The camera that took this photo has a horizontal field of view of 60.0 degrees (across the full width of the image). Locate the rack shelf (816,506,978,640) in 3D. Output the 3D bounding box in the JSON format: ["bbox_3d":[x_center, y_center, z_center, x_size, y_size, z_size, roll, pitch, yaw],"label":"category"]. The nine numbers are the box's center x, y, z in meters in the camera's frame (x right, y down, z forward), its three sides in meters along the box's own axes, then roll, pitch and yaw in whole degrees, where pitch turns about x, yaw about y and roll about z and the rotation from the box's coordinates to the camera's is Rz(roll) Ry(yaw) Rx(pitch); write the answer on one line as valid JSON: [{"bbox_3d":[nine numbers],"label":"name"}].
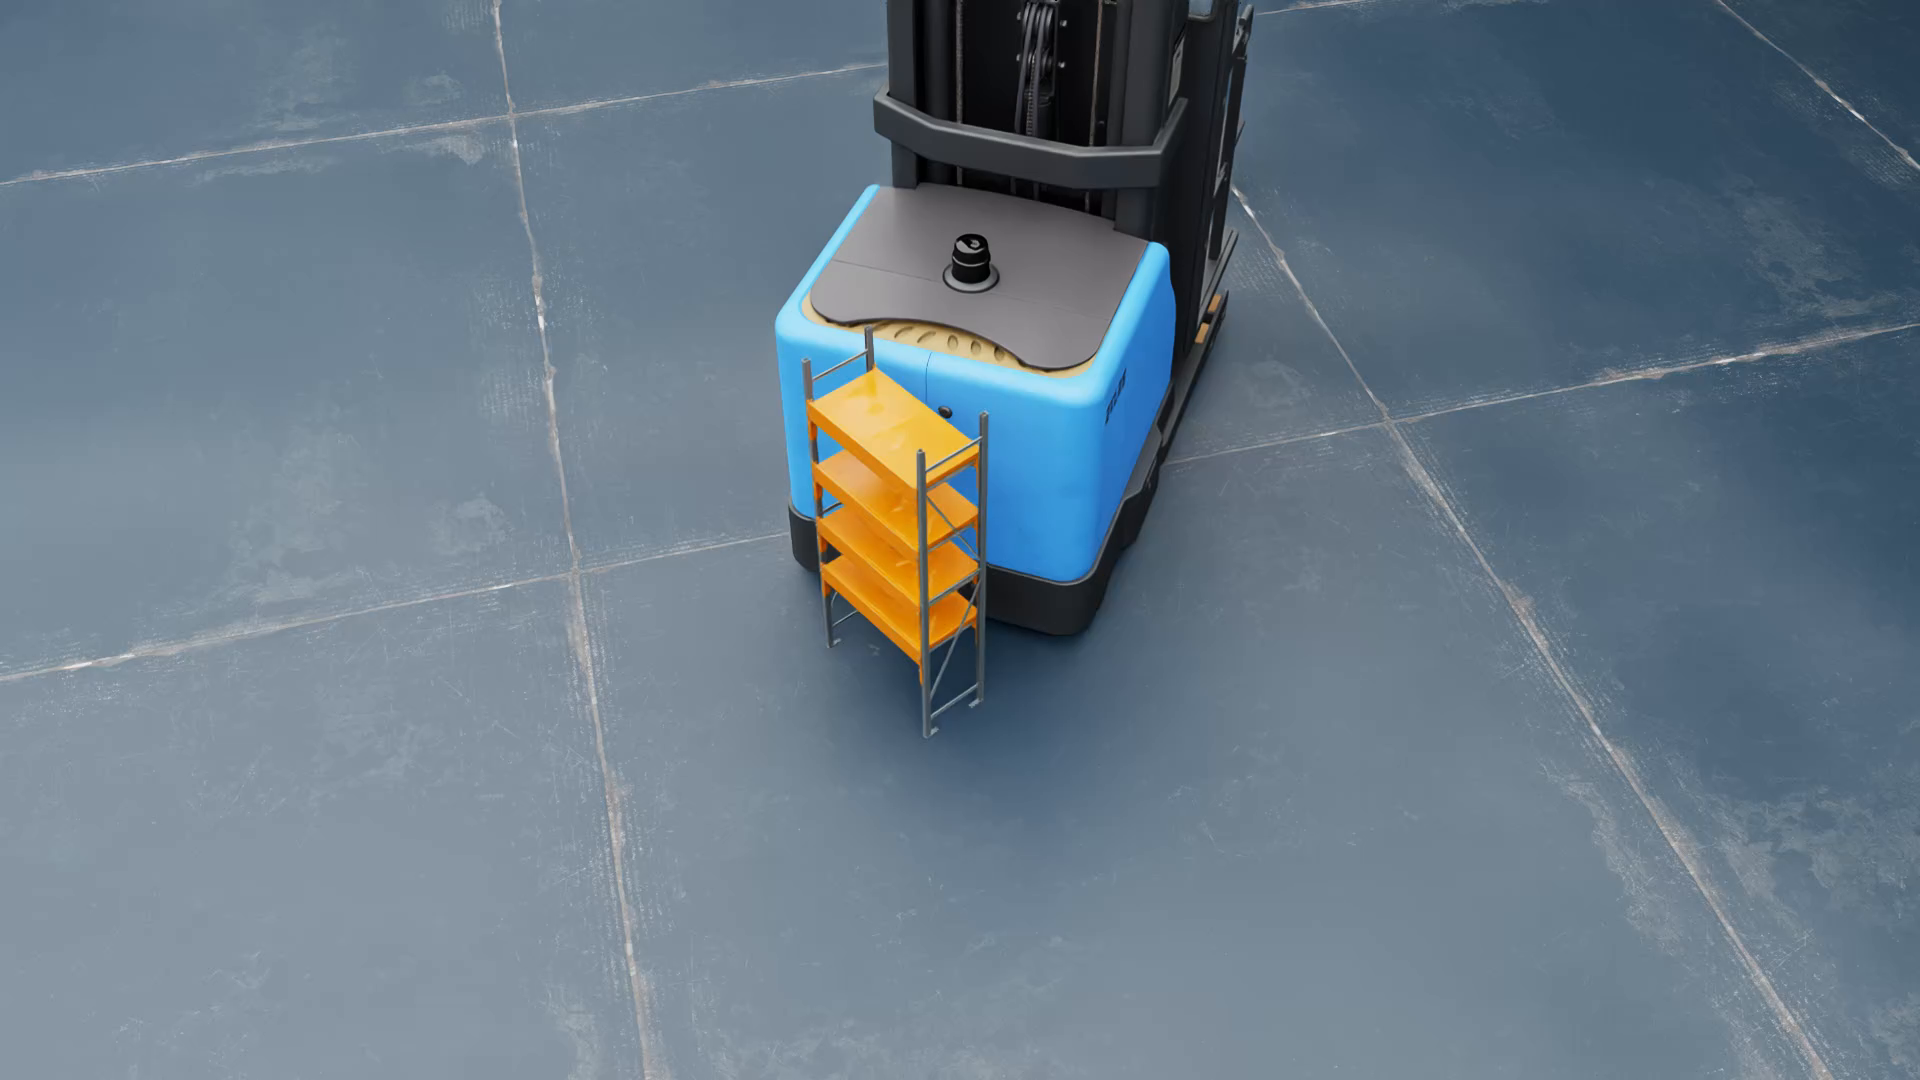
[{"bbox_3d":[-0.179,0.053,4.952,0.258,0.148,0.480,-32,54,-27],"label":"rack shelf"}]

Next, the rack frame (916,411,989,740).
[{"bbox_3d":[-0.019,0.138,4.775,0.240,1.200,0.015,-32,54,-27],"label":"rack frame"}]

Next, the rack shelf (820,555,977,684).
[{"bbox_3d":[-0.179,0.192,5.094,0.258,0.148,0.480,-32,54,-27],"label":"rack shelf"}]

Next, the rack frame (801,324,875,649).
[{"bbox_3d":[-0.339,-0.125,5.033,0.240,1.200,0.015,-32,54,-27],"label":"rack frame"}]

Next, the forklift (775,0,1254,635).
[{"bbox_3d":[0.410,-1.791,5.453,1.130,2.935,3.031,14,47,14],"label":"forklift"}]

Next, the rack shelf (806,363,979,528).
[{"bbox_3d":[-0.179,-0.269,4.623,0.258,0.148,0.480,-32,54,-27],"label":"rack shelf"}]

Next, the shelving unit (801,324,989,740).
[{"bbox_3d":[-0.179,0.006,4.904,0.258,1.200,0.503,-32,54,-27],"label":"shelving unit"}]

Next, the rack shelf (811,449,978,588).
[{"bbox_3d":[-0.179,-0.103,4.792,0.258,0.148,0.480,-32,54,-27],"label":"rack shelf"}]
